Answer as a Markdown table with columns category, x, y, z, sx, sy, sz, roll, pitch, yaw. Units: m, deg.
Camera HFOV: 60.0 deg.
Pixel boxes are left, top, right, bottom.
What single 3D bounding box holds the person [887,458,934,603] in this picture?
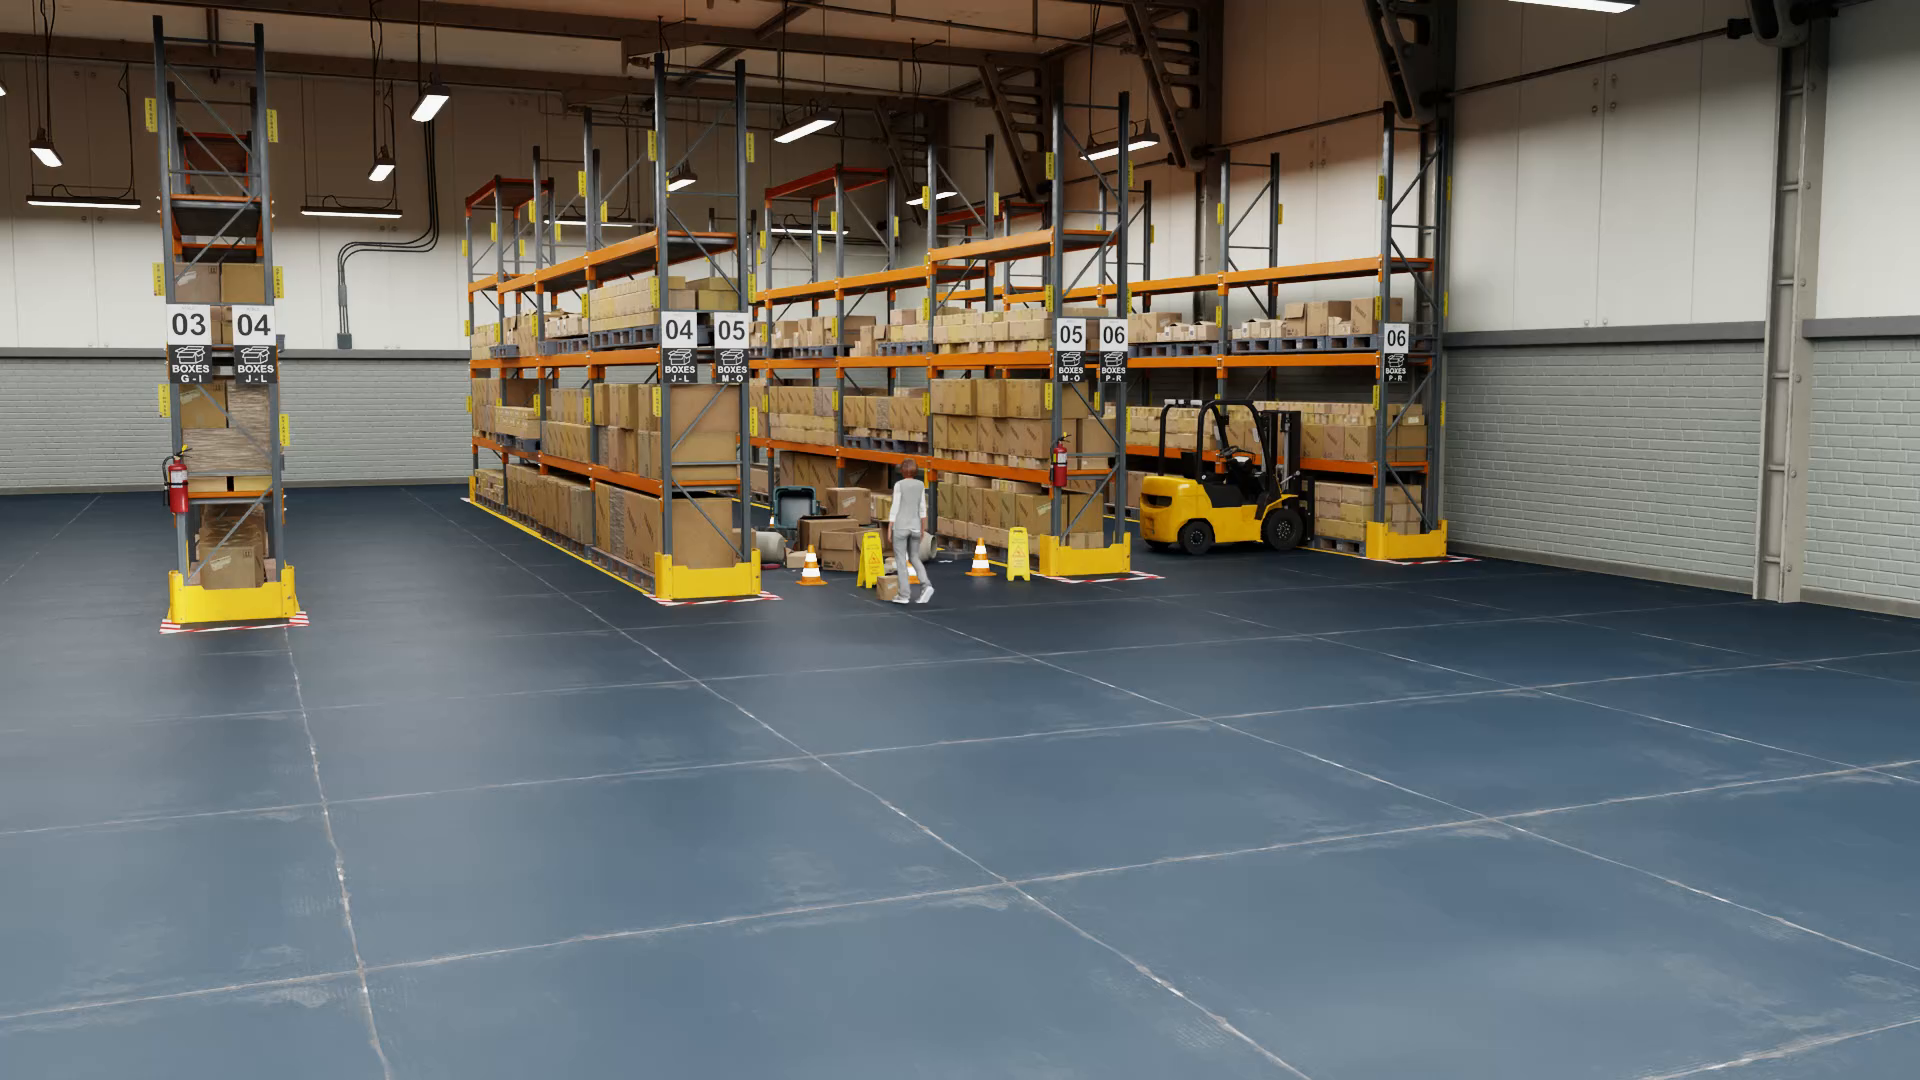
| category | x | y | z | sx | sy | sz | roll | pitch | yaw |
| --- | --- | --- | --- | --- | --- | --- | --- | --- | --- |
| person | -0.574 | -0.099 | 18.121 | 0.444 | 1.592 | 0.467 | -3 | 7 | -31 |
